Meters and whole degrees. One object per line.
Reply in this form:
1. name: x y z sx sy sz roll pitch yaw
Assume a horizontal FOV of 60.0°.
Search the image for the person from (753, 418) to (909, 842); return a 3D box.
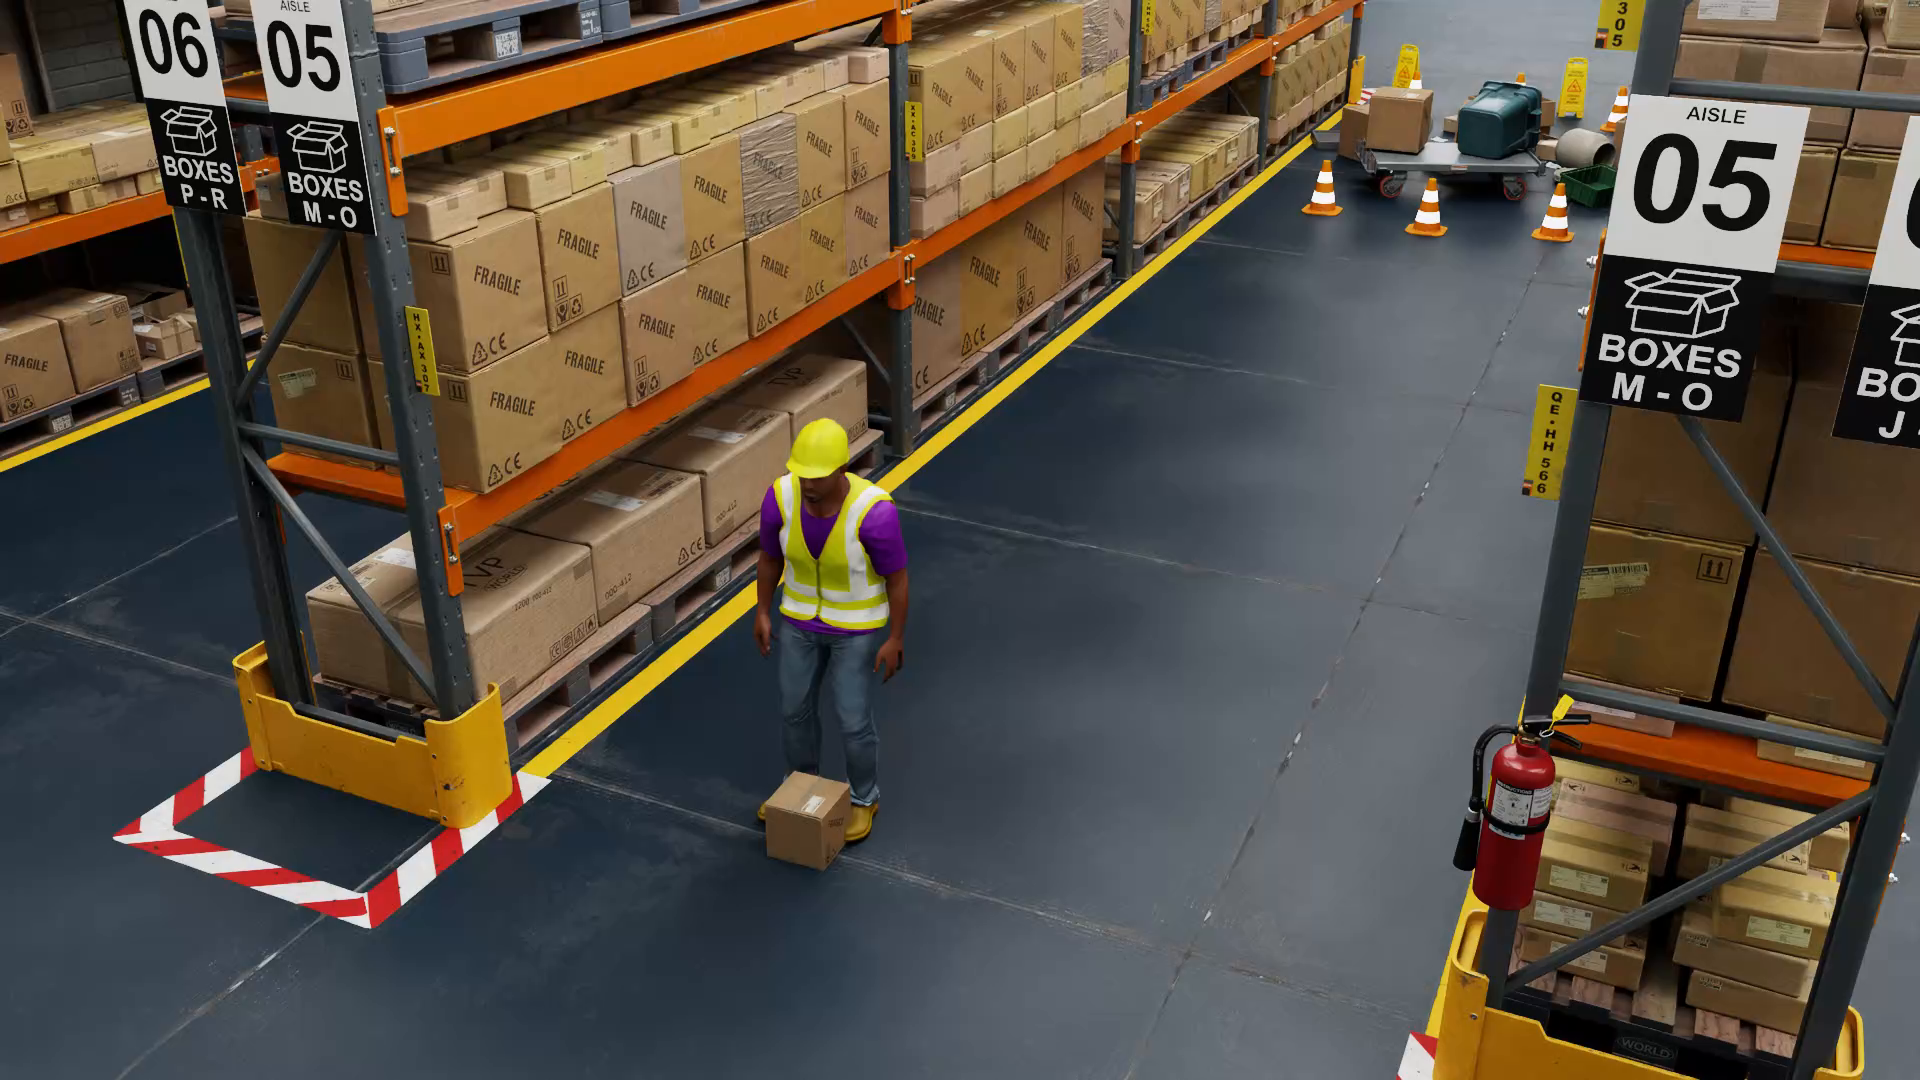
1. person: -0.507 0.335 6.406 0.629 1.759 0.460 10 28 19
